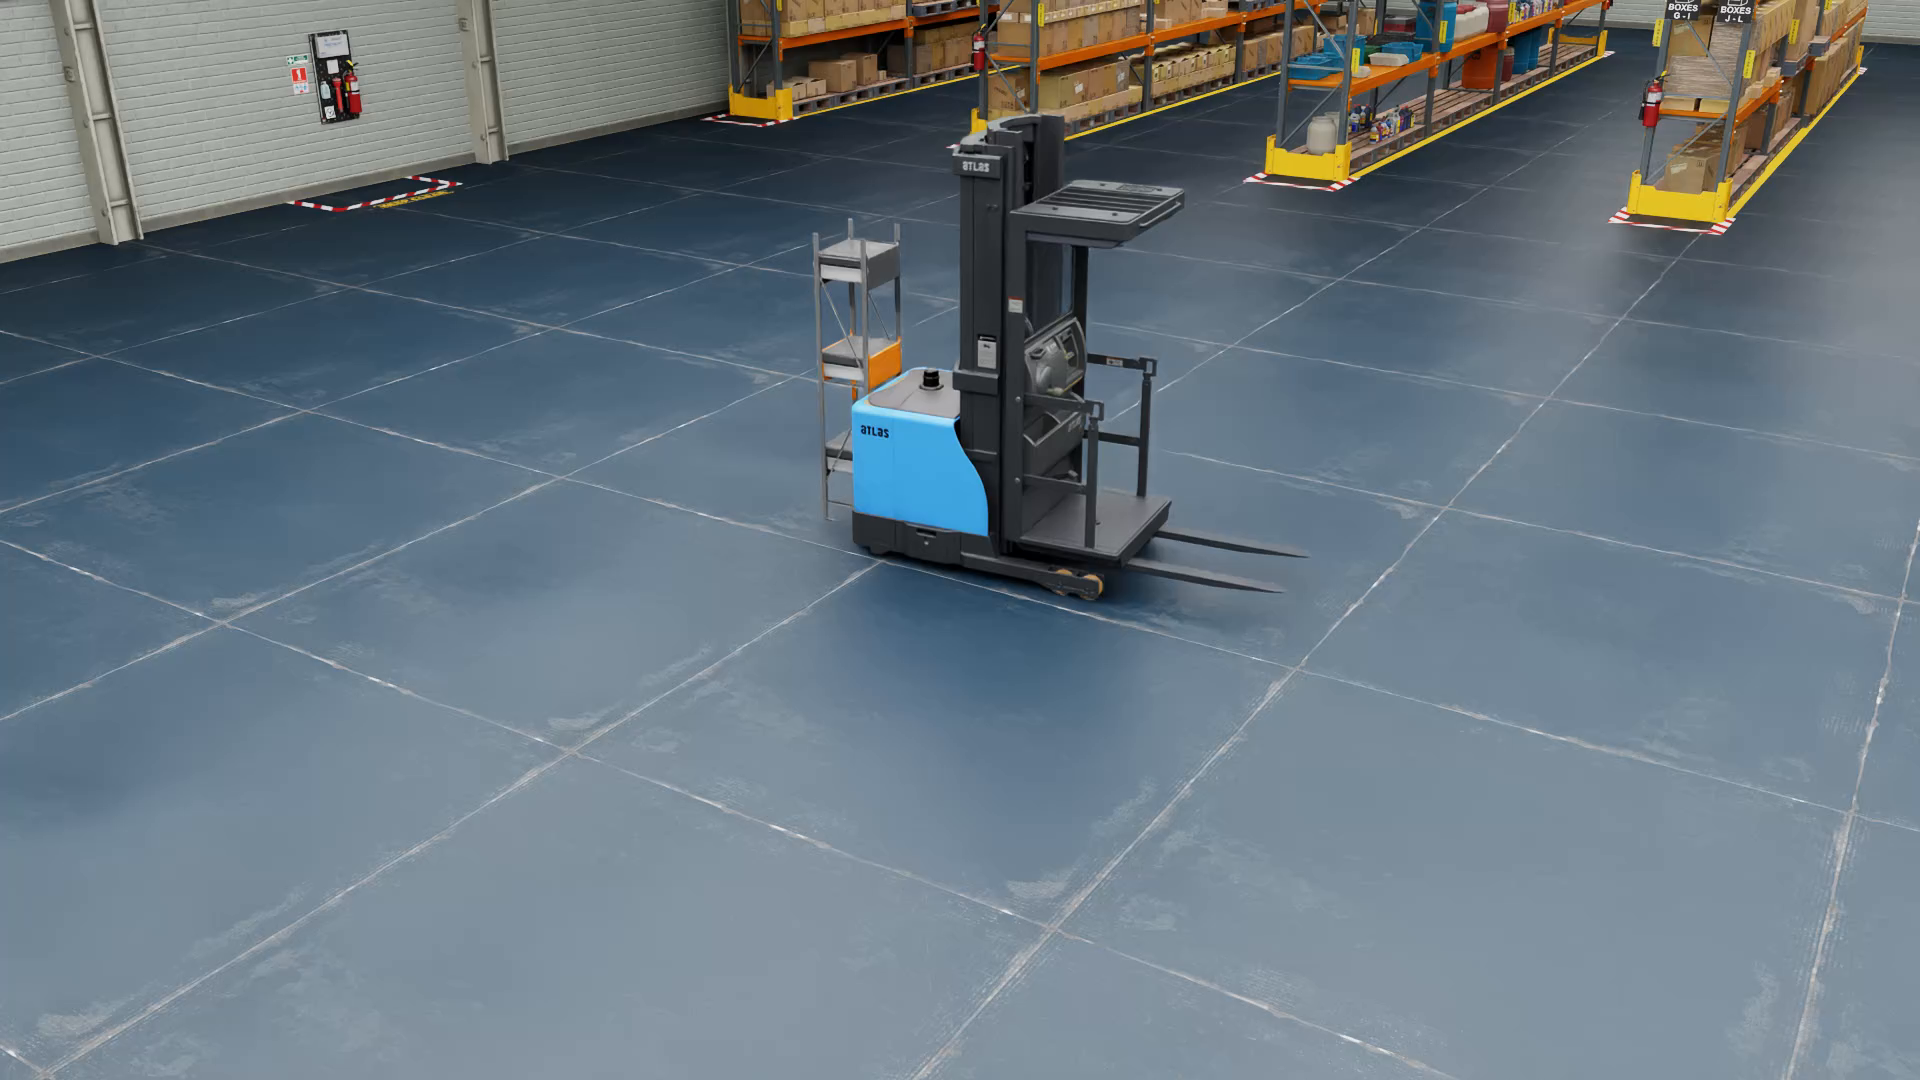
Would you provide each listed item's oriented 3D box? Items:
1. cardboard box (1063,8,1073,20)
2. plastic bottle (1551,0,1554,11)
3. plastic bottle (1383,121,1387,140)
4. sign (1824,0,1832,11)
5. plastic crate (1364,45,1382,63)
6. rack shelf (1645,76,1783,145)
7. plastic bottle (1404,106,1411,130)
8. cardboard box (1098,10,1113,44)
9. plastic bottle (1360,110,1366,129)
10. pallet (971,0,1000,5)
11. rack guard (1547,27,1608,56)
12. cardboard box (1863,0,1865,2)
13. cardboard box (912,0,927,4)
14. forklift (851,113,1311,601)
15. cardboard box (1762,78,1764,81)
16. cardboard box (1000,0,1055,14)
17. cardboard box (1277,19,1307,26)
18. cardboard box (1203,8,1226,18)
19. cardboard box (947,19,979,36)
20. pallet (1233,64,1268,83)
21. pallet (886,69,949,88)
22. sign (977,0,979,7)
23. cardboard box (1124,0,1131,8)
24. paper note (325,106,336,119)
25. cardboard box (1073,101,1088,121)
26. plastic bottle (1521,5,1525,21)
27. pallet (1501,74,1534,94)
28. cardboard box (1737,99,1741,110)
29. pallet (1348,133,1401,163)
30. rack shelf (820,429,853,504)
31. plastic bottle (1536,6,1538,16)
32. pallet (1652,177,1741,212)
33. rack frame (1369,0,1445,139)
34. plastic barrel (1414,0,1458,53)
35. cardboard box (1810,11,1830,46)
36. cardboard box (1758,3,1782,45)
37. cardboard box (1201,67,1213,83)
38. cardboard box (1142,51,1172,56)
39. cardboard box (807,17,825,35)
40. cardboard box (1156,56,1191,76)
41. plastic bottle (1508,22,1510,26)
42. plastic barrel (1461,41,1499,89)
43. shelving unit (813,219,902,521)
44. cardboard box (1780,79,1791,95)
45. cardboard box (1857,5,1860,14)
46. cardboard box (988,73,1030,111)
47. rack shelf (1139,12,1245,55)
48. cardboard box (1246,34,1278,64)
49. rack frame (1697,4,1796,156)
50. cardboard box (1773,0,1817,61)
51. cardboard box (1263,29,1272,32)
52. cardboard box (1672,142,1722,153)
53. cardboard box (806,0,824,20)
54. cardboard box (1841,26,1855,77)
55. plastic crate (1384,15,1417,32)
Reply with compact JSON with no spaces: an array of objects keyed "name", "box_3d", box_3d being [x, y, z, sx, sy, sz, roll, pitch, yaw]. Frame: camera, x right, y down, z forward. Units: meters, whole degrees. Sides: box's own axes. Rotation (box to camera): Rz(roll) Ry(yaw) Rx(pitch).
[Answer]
[{"name":"cardboard box","box_3d":[1.548,-8.293,26.188,0.380,0.149,0.250,13,27,28]},{"name":"plastic bottle","box_3d":[11.356,-10.357,32.054,0.152,0.276,0.135,14,27,29]},{"name":"plastic bottle","box_3d":[6.414,-6.210,25.200,0.097,0.271,0.097,0,23,0]},{"name":"sign","box_3d":[13.854,-8.611,26.507,0.100,0.325,0.005,14,27,29]},{"name":"plastic crate","box_3d":[6.114,-7.418,25.376,0.450,0.188,0.662,14,27,29]},{"name":"rack shelf","box_3d":[10.223,-5.871,22.442,1.077,0.370,4.000,14,27,29]},{"name":"plastic bottle","box_3d":[6.975,-6.623,26.053,0.144,0.351,0.185,13,27,28]},{"name":"cardboard box","box_3d":[2.094,-8.500,27.484,0.700,0.500,0.500,14,27,30]},{"name":"plastic bottle","box_3d":[6.317,-6.604,26.111,0.097,0.271,0.097,0,23,0]},{"name":"pallet","box_3d":[0.478,-10.990,33.601,1.213,0.211,1.003,14,27,29]},{"name":"rack guard","box_3d":[13.401,-10.828,36.133,1.175,0.500,0.348,14,27,29]},{"name":"cardboard box","box_3d":[17.309,-10.604,32.283,0.500,0.250,0.500,13,27,28]},{"name":"cardboard box","box_3d":[-1.050,-10.403,31.325,0.700,0.500,0.500,14,27,29]},{"name":"forklift","box_3d":[0.809,-1.191,10.813,3.031,2.935,1.130,11,26,23]},{"name":"cardboard box","box_3d":[10.712,-6.215,22.648,0.380,0.149,0.250,14,27,29]},{"name":"cardboard box","box_3d":[1.039,-8.417,25.659,0.700,0.500,0.500,14,27,29]},{"name":"cardboard box","box_3d":[7.143,-10.960,35.884,0.500,0.500,0.500,14,27,29]},{"name":"cardboard box","box_3d":[4.734,-9.827,30.990,0.380,0.149,0.250,14,27,29]},{"name":"cardboard box","box_3d":[0.074,-10.306,33.430,0.500,0.250,0.500,14,27,30]},{"name":"pallet","box_3d":[5.399,-9.268,32.893,1.003,0.211,1.213,14,27,29]},{"name":"pallet","box_3d":[-0.937,-8.974,32.213,1.003,0.211,1.213,14,27,29]},{"name":"sign","box_3d":[0.300,-8.362,25.534,0.100,0.325,0.005,14,27,29]},{"name":"cardboard box","box_3d":[2.634,-8.988,27.795,0.380,0.149,0.250,13,27,27]},{"name":"paper note","box_3d":[-8.475,-5.757,22.382,0.016,0.148,0.142,14,27,29]},{"name":"cardboard box","box_3d":[1.750,-7.007,27.092,0.500,0.250,0.500,14,27,29]},{"name":"plastic bottle","box_3d":[10.254,-9.629,30.379,0.097,0.271,0.097,0,23,0]},{"name":"pallet","box_3d":[10.204,-8.670,31.511,1.003,0.211,1.213,14,27,29]},{"name":"cardboard box","box_3d":[9.669,-5.538,21.082,0.380,0.149,0.250,14,27,29]},{"name":"pallet","box_3d":[6.037,-6.003,25.351,1.003,0.211,1.213,14,27,29]},{"name":"rack shelf","box_3d":[-0.709,-0.515,12.094,0.431,0.518,0.480,11,26,23]},{"name":"plastic bottle","box_3d":[10.789,-9.939,31.182,0.097,0.201,0.097,0,23,0]},{"name":"pallet","box_3d":[9.666,-4.539,21.969,1.003,0.211,1.213,14,27,29]},{"name":"rack frame","box_3d":[7.070,-7.914,26.256,1.000,3.000,0.127,14,27,29]},{"name":"plastic barrel","box_3d":[7.531,-8.211,26.311,0.600,0.901,0.708,14,27,29]},{"name":"cardboard box","box_3d":[13.875,-8.379,27.204,0.500,0.500,0.500,15,27,30]},{"name":"cardboard box","box_3d":[10.480,-6.802,21.929,0.500,0.500,0.500,14,27,29]},{"name":"cardboard box","box_3d":[4.366,-8.662,30.916,0.500,0.250,0.500,15,27,30]},{"name":"cardboard box","box_3d":[3.636,-8.852,30.649,0.500,0.311,0.500,13,27,28]},{"name":"cardboard box","box_3d":[-2.668,-8.857,28.597,0.500,0.250,0.500,13,27,27]},{"name":"cardboard box","box_3d":[3.834,-8.572,30.001,0.500,0.311,0.500,13,27,27]},{"name":"plastic bottle","box_3d":[9.767,-9.317,29.658,0.097,0.271,0.097,0,23,0]},{"name":"plastic barrel","box_3d":[9.423,-8.630,30.112,0.600,0.830,0.708,14,27,29]},{"name":"shelving unit","box_3d":[-0.709,-1.170,11.810,0.431,2.100,0.503,11,26,23]},{"name":"cardboard box","box_3d":[12.788,-7.212,26.282,0.500,0.250,0.500,17,29,35]},{"name":"cardboard box","box_3d":[16.893,-10.106,31.635,0.380,0.149,0.250,14,27,30]},{"name":"cardboard box","box_3d":[0.784,-7.122,26.414,0.500,0.500,0.500,14,27,29]},{"name":"rack shelf","box_3d":[3.919,-9.298,30.359,1.077,0.370,4.000,14,27,29]},{"name":"cardboard box","box_3d":[5.997,-9.798,33.200,0.500,0.500,0.500,13,27,28]},{"name":"rack frame","box_3d":[11.278,-6.876,23.858,1.000,3.000,0.127,14,27,29]},{"name":"cardboard box","box_3d":[11.816,-7.583,24.207,1.000,1.000,1.000,14,27,29]},{"name":"cardboard box","box_3d":[6.079,-10.247,34.237,0.500,0.500,0.500,14,27,30]},{"name":"cardboard box","box_3d":[9.797,-4.988,22.114,0.500,0.500,0.500,-20,31,-39]},{"name":"cardboard box","box_3d":[-2.681,-9.188,28.417,0.500,0.500,0.500,14,27,29]},{"name":"cardboard box","box_3d":[16.388,-9.304,31.612,0.875,0.875,0.875,14,27,29]},{"name":"plastic crate","box_3d":[7.065,-8.171,26.769,0.402,0.464,0.583,14,27,29]}]
